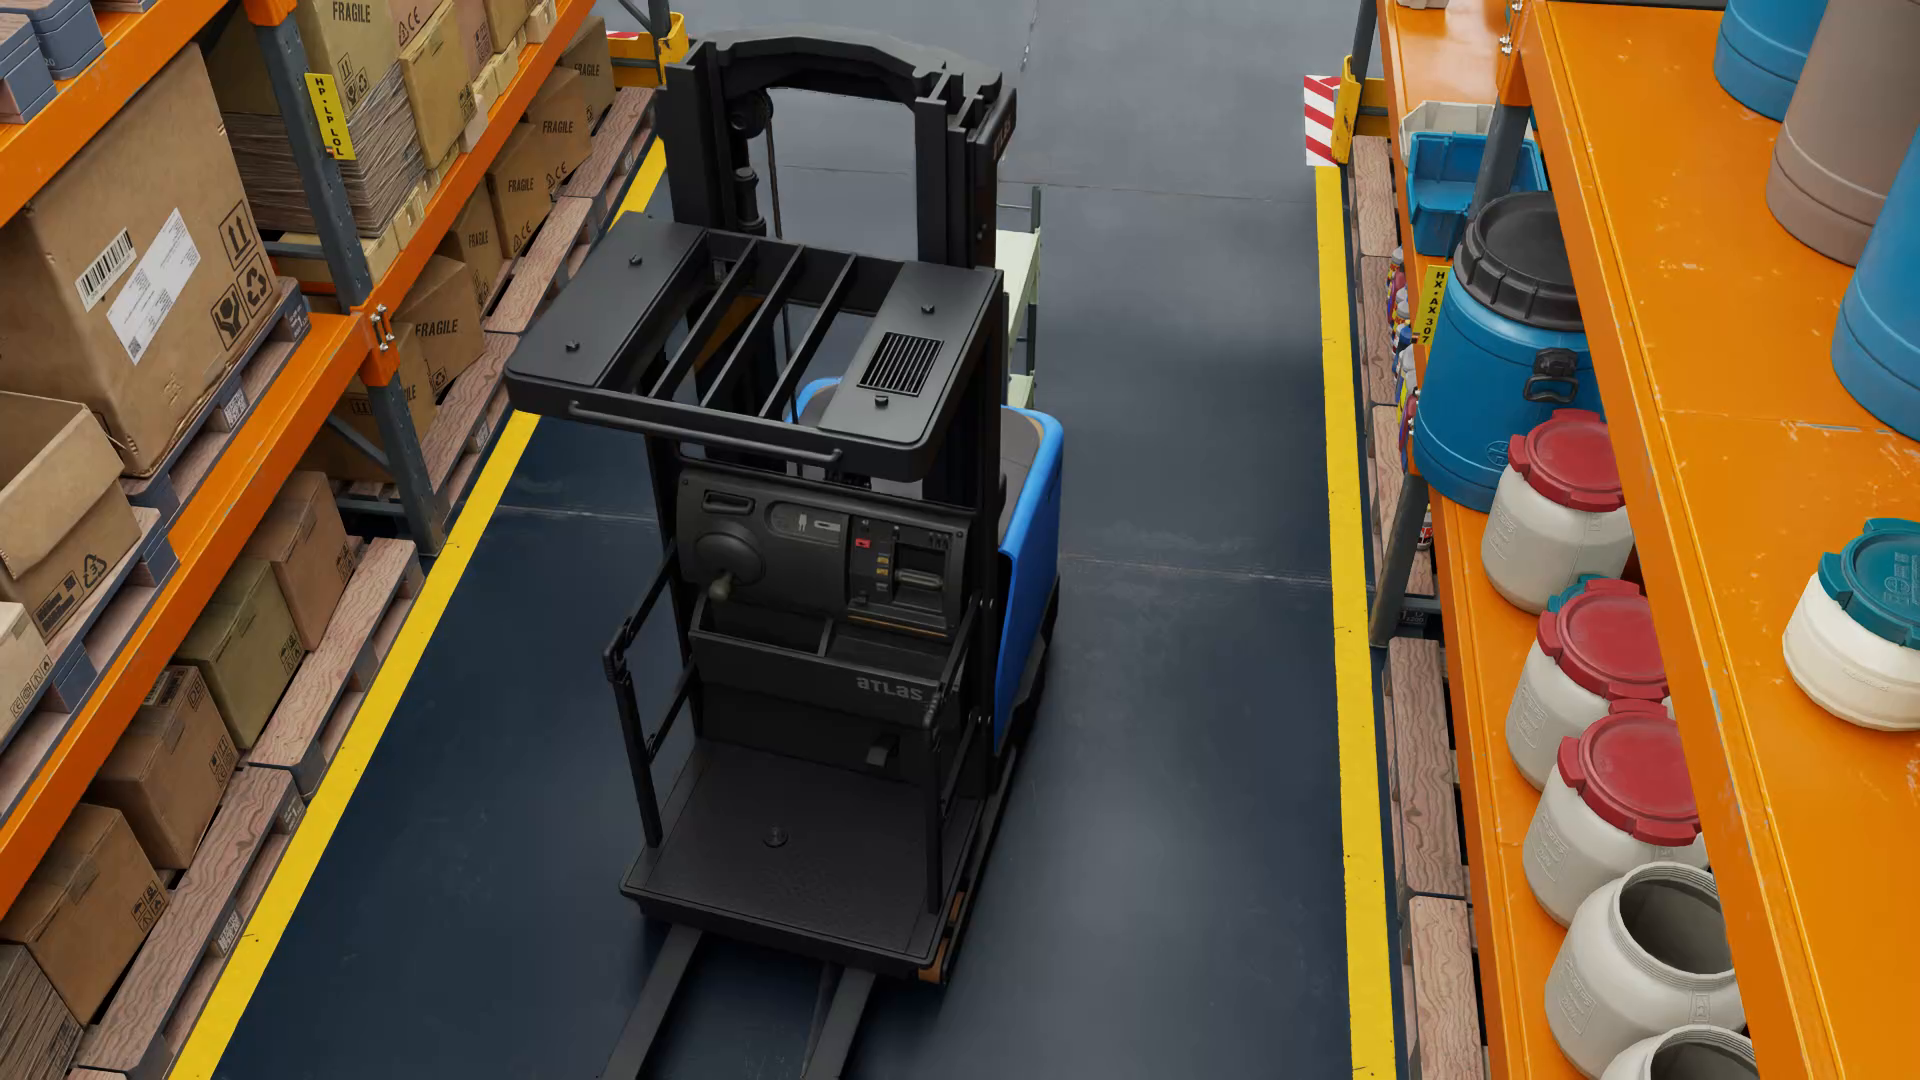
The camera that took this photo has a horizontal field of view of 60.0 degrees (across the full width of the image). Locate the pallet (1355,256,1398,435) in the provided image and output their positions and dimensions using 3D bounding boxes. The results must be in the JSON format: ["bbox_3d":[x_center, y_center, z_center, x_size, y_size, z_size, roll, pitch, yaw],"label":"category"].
[{"bbox_3d":[2.461,-0.921,8.069,1.003,0.211,1.213,5,44,6],"label":"pallet"}]

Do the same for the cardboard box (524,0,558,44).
[{"bbox_3d":[-2.136,-2.486,7.876,0.380,0.149,0.250,5,44,6],"label":"cardboard box"}]

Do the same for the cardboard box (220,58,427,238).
[{"bbox_3d":[-2.617,-1.541,6.407,0.875,0.500,0.500,5,44,6],"label":"cardboard box"}]

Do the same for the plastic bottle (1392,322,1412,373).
[{"bbox_3d":[2.067,-0.893,7.676,0.097,0.271,0.097,0,43,0],"label":"plastic bottle"}]

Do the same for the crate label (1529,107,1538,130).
[{"bbox_3d":[2.726,-2.105,7.266,0.502,0.435,0.616,5,44,6],"label":"crate label"}]

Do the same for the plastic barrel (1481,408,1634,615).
[{"bbox_3d":[1.828,-0.063,5.036,0.433,0.535,0.433,0,43,0],"label":"plastic barrel"}]

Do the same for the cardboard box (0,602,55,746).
[{"bbox_3d":[-2.817,0.411,4.438,0.500,0.250,0.500,4,44,4],"label":"cardboard box"}]

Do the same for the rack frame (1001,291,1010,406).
[{"bbox_3d":[-0.019,-0.371,6.551,0.400,1.500,0.023,8,44,8],"label":"rack frame"}]

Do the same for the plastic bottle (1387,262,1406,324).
[{"bbox_3d":[2.104,-1.185,7.975,0.061,0.283,0.133,6,44,6],"label":"plastic bottle"}]

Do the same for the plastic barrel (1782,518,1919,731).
[{"bbox_3d":[1.580,0.154,2.825,0.301,0.262,0.301,0,43,0],"label":"plastic barrel"}]

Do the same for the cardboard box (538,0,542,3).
[{"bbox_3d":[-2.365,-2.905,7.847,0.875,0.500,0.500,5,44,6],"label":"cardboard box"}]

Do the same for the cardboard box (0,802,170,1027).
[{"bbox_3d":[-3.069,1.154,5.348,0.700,0.500,0.500,9,44,9],"label":"cardboard box"}]

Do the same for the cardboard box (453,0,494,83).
[{"bbox_3d":[-2.549,-2.228,7.133,0.875,0.500,0.500,5,44,6],"label":"cardboard box"}]

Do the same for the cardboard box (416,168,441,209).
[{"bbox_3d":[-2.359,-1.466,6.799,0.380,0.149,0.250,5,44,6],"label":"cardboard box"}]

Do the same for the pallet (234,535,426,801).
[{"bbox_3d":[-2.839,0.448,6.624,1.003,0.211,1.213,5,44,6],"label":"pallet"}]

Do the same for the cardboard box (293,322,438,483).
[{"bbox_3d":[-2.645,-0.609,7.225,0.500,0.500,0.500,4,44,4],"label":"cardboard box"}]

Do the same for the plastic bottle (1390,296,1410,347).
[{"bbox_3d":[2.094,-1.031,7.822,0.097,0.271,0.097,0,43,0],"label":"plastic bottle"}]

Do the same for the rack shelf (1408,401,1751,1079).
[{"bbox_3d":[1.908,0.979,4.558,1.077,0.370,4.000,5,44,6],"label":"rack shelf"}]

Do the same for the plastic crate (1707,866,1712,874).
[{"bbox_3d":[2.222,0.644,4.542,0.450,0.188,0.662,5,44,6],"label":"plastic crate"}]

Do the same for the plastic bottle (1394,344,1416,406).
[{"bbox_3d":[2.065,-0.742,7.514,0.152,0.276,0.135,6,44,6],"label":"plastic bottle"}]

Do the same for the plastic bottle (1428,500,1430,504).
[{"bbox_3d":[1.972,-0.308,7.001,0.144,0.351,0.185,4,44,4],"label":"plastic bottle"}]

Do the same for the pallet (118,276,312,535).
[{"bbox_3d":[-2.983,-0.518,5.755,1.003,0.211,1.213,5,44,6],"label":"pallet"}]

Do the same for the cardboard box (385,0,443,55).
[{"bbox_3d":[-2.361,-2.227,6.404,0.500,0.500,0.500,5,44,6],"label":"cardboard box"}]

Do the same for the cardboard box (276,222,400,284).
[{"bbox_3d":[-2.411,-1.124,6.438,0.380,0.149,0.250,5,44,6],"label":"cardboard box"}]

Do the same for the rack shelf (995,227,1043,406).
[{"bbox_3d":[0.052,-0.901,6.543,0.431,0.370,0.720,8,44,8],"label":"rack shelf"}]

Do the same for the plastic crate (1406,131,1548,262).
[{"bbox_3d":[2.049,-1.370,6.624,0.499,0.251,0.616,5,44,6],"label":"plastic crate"}]

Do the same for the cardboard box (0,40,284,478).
[{"bbox_3d":[-2.981,-0.937,5.316,1.000,1.000,1.000,6,44,6],"label":"cardboard box"}]

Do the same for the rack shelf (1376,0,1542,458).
[{"bbox_3d":[2.437,-1.747,7.437,1.077,0.370,4.000,5,44,6],"label":"rack shelf"}]

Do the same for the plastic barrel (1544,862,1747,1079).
[{"bbox_3d":[1.623,1.033,3.897,0.421,0.512,0.421,0,43,0],"label":"plastic barrel"}]

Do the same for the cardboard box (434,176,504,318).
[{"bbox_3d":[-2.572,-1.431,8.092,0.500,0.500,0.500,2,43,2],"label":"cardboard box"}]

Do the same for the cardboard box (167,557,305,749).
[{"bbox_3d":[-2.922,0.392,6.152,0.700,0.500,0.500,5,44,5],"label":"cardboard box"}]

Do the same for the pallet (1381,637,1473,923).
[{"bbox_3d":[2.107,0.906,6.140,1.003,0.211,1.213,5,44,6],"label":"pallet"}]

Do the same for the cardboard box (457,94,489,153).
[{"bbox_3d":[-2.262,-1.804,7.156,0.380,0.149,0.250,5,44,6],"label":"cardboard box"}]

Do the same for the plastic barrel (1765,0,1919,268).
[{"bbox_3d":[2.234,-1.105,3.689,0.600,0.901,0.600,0,43,0],"label":"plastic barrel"}]

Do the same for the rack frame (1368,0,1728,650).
[{"bbox_3d":[2.172,-0.645,5.750,1.000,3.000,0.127,5,44,6],"label":"rack frame"}]

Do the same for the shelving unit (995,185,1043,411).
[{"bbox_3d":[0.052,-0.618,6.812,0.431,1.500,0.755,8,44,8],"label":"shelving unit"}]

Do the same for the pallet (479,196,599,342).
[{"bbox_3d":[-2.525,-1.378,8.552,1.003,0.211,1.213,5,44,6],"label":"pallet"}]

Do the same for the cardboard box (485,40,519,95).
[{"bbox_3d":[-2.226,-2.147,7.519,0.380,0.149,0.250,5,44,6],"label":"cardboard box"}]

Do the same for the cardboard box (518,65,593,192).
[{"bbox_3d":[-2.353,-2.232,8.938,0.500,0.500,0.500,16,46,16],"label":"cardboard box"}]

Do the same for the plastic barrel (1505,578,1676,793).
[{"bbox_3d":[1.731,0.437,4.508,0.433,0.535,0.433,0,43,0],"label":"plastic barrel"}]

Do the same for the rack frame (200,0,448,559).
[{"bbox_3d":[-2.737,-1.096,6.225,1.000,3.000,0.127,5,44,6],"label":"rack frame"}]

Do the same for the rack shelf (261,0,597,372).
[{"bbox_3d":[-2.473,-2.197,7.912,1.077,0.370,4.000,5,44,6],"label":"rack shelf"}]

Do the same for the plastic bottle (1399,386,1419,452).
[{"bbox_3d":[1.977,-0.529,7.283,0.061,0.283,0.133,8,44,8],"label":"plastic bottle"}]

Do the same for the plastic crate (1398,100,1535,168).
[{"bbox_3d":[2.136,-1.679,7.034,0.530,0.136,0.437,5,44,6],"label":"plastic crate"}]

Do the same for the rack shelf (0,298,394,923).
[{"bbox_3d":[-3.002,0.529,5.033,1.077,0.370,4.000,5,44,6],"label":"rack shelf"}]

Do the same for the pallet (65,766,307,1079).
[{"bbox_3d":[-2.998,1.282,5.743,1.003,0.211,1.213,5,44,6],"label":"pallet"}]

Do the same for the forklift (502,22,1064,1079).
[{"bbox_3d":[-0.487,0.136,4.975,1.130,2.935,3.031,11,45,11],"label":"forklift"}]

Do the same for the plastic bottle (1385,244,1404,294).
[{"bbox_3d":[2.152,-1.333,8.141,0.097,0.271,0.097,0,43,0],"label":"plastic bottle"}]

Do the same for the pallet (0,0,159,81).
[{"bbox_3d":[-2.925,-1.706,4.825,1.213,0.211,1.003,5,44,6],"label":"pallet"}]

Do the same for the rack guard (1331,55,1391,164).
[{"bbox_3d":[2.738,-2.408,9.429,1.175,0.500,0.348,5,44,6],"label":"rack guard"}]

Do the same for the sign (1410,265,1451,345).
[{"bbox_3d":[1.628,-0.803,5.716,0.100,0.325,0.005,5,44,6],"label":"sign"}]
